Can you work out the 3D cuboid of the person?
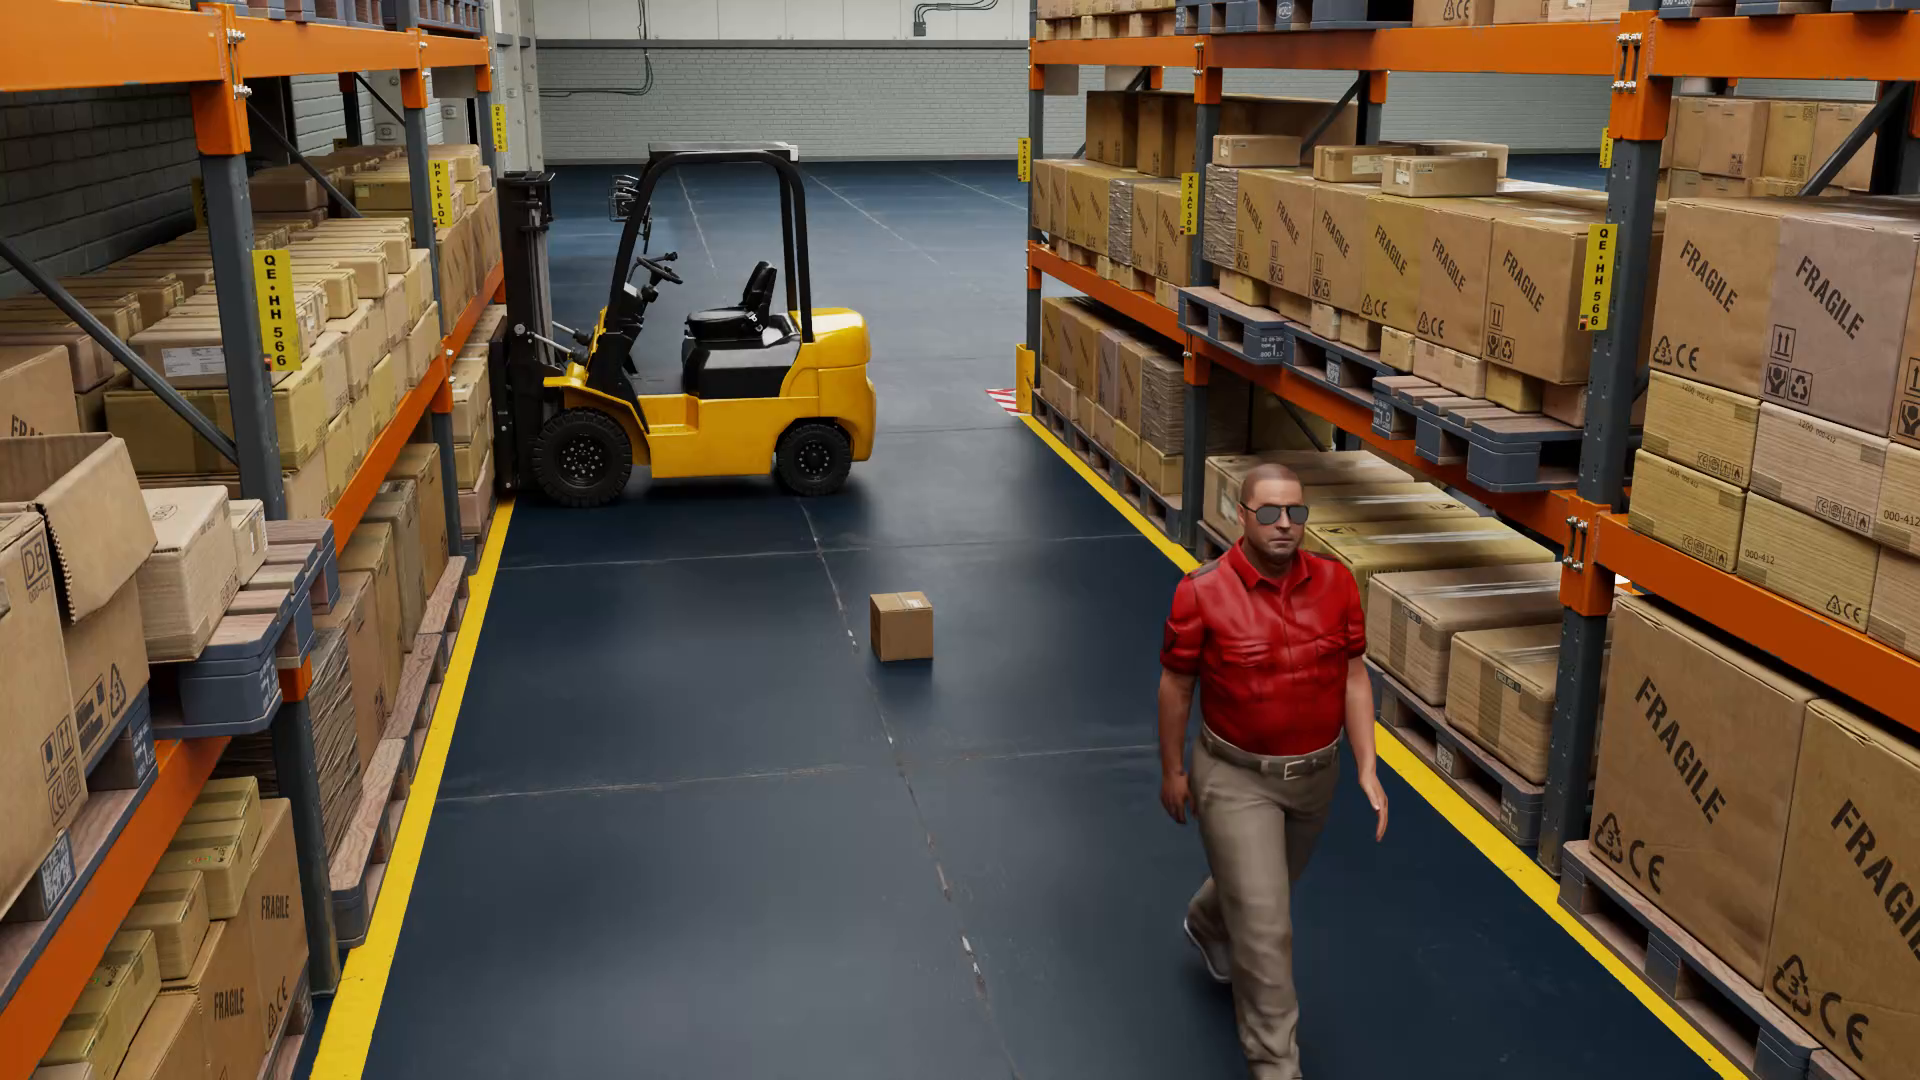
[{"bbox_3d":[0.832,0.625,4.417,0.535,1.672,1.054,-6,17,-20],"label":"person"}]
